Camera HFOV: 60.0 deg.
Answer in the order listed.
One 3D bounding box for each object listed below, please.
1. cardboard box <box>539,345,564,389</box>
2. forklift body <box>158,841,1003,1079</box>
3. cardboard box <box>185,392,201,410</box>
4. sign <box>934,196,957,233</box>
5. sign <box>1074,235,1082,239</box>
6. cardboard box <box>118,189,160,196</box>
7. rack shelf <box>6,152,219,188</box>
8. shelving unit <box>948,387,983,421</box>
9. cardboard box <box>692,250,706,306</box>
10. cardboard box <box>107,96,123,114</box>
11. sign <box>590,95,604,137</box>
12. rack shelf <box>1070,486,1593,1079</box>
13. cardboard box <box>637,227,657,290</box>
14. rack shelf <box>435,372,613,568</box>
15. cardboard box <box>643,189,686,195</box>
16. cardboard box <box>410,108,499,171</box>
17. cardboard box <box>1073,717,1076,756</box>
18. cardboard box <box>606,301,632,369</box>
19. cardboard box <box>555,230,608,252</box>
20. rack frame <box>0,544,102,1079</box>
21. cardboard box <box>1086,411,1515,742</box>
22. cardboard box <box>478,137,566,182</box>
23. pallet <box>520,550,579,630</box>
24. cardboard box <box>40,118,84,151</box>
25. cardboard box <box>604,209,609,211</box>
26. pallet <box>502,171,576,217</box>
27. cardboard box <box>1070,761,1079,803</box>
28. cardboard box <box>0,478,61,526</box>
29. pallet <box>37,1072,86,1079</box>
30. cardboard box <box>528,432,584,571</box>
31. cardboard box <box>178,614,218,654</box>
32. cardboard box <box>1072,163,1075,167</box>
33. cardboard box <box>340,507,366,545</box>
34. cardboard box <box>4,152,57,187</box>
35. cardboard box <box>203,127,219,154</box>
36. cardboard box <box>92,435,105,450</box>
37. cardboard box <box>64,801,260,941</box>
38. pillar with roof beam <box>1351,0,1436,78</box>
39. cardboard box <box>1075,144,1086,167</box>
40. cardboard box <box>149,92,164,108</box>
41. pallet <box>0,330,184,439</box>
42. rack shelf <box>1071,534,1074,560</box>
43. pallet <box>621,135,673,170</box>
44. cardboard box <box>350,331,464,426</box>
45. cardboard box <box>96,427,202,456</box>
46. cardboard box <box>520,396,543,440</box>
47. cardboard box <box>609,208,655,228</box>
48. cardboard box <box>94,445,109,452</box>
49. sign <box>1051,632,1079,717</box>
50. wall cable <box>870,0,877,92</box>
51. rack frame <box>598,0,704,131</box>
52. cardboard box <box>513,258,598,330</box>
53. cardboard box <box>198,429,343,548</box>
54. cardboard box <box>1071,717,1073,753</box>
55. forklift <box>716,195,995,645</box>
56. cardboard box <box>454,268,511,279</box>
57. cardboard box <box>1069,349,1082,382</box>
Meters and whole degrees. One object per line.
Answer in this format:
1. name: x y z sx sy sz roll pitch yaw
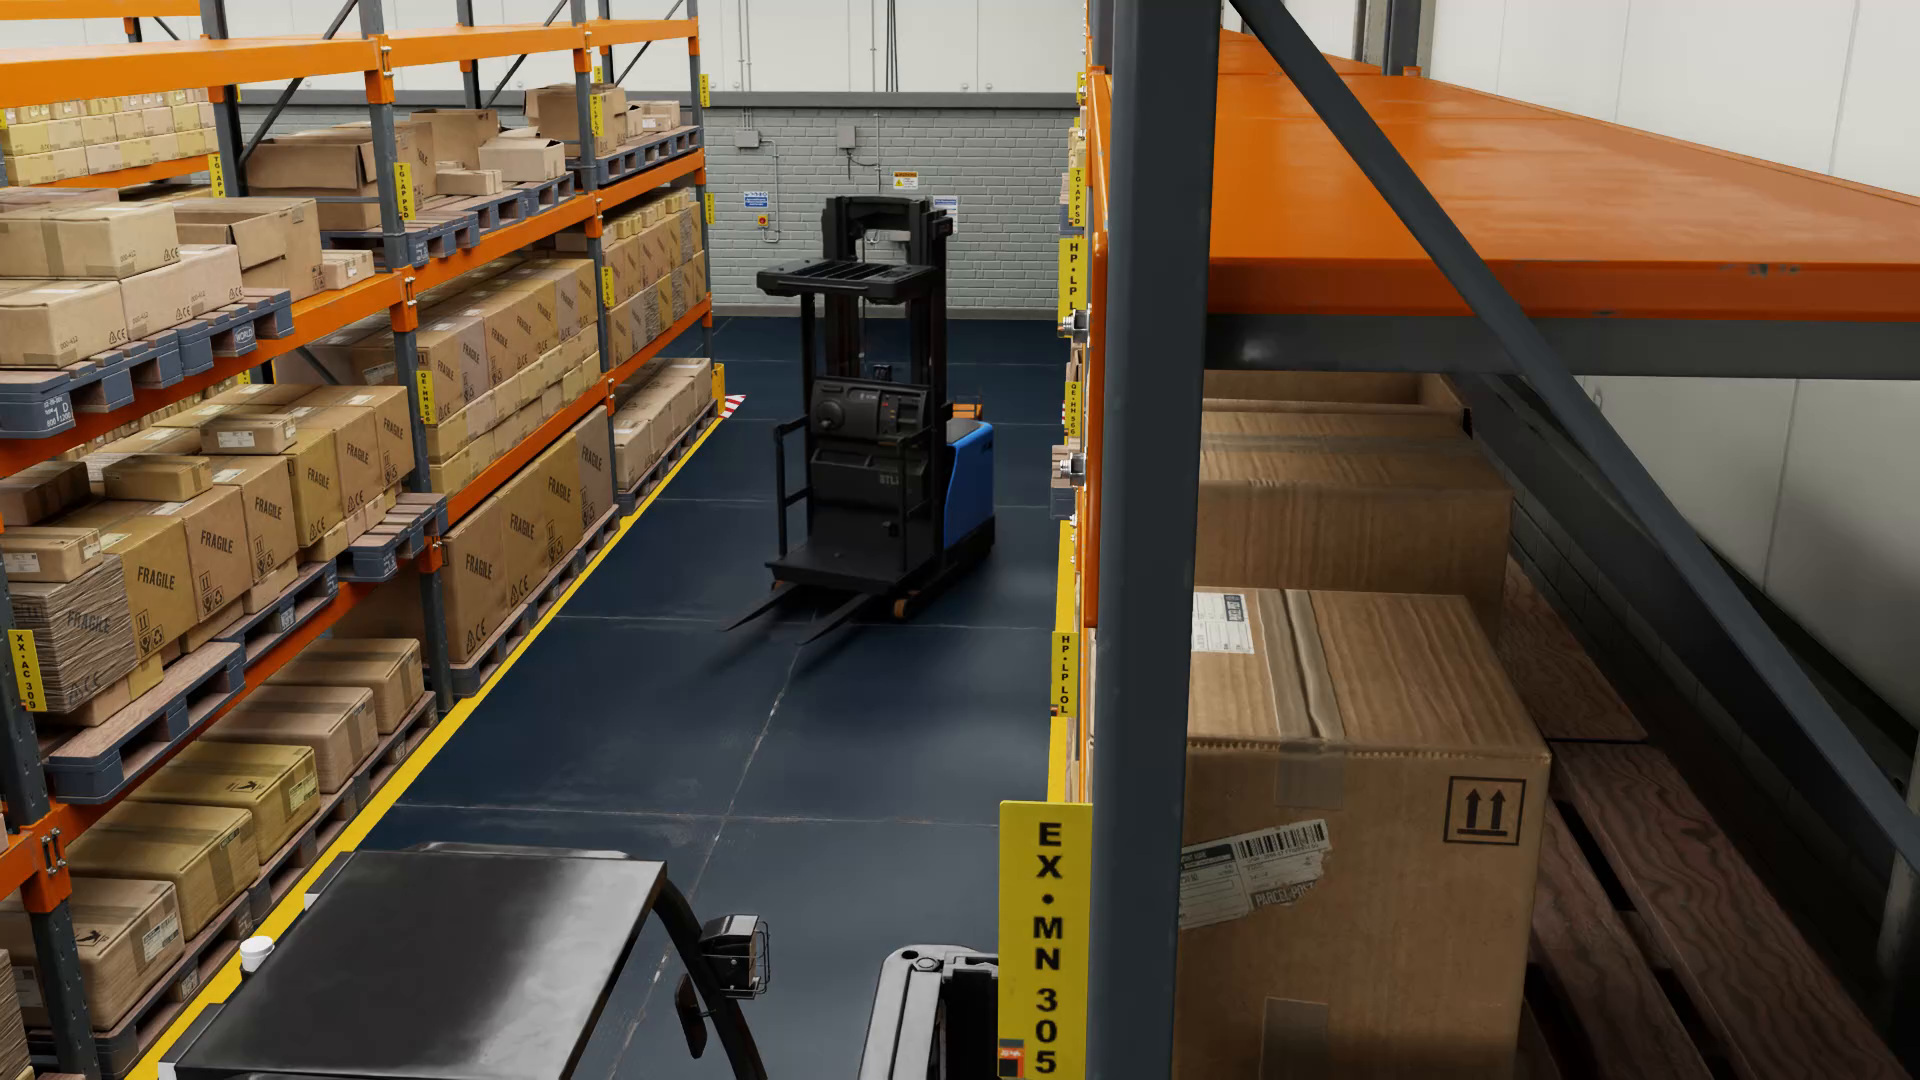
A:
1. cardboard box: -3.309 -1.301 12.514 0.500 0.250 0.500 2 18 5
2. forklift body: -1.054 2.017 4.313 2.313 2.155 1.214 1 18 4
3. cardboard box: -7.931 -1.408 16.829 0.380 0.149 0.250 2 18 5
4. sign: -0.201 -4.503 23.002 0.329 0.494 0.001 1 18 4
5. sign: 1.236 -3.149 17.327 0.100 0.325 0.005 1 18 4
6. cardboard box: -8.445 -3.288 16.897 0.500 0.500 0.500 2 18 6
7. rack shelf: -8.262 -3.377 15.750 1.077 0.370 4.000 1 18 4
8. shelving unit: 0.042 -0.638 13.943 0.258 1.200 0.503 2 18 5
9. cardboard box: -2.945 -2.727 17.269 0.500 0.500 0.500 1 18 4
10. cardboard box: -7.995 -4.027 15.377 0.380 0.149 0.250 1 18 2
11. sign: -2.919 -3.405 13.344 0.100 0.325 0.005 1 18 4
12. rack shelf: 0.774 0.539 3.800 1.077 0.370 4.000 1 18 4
13. cardboard box: -3.095 -2.574 15.195 0.500 0.500 0.500 2 18 5
14. rack shelf: -3.604 -0.630 12.185 1.077 0.370 4.000 1 18 4
15. cardboard box: -2.994 -3.471 16.891 0.380 0.149 0.250 2 18 5
16. cardboard box: -3.813 -2.999 12.605 0.500 0.500 0.500 1 18 3
17. cardboard box: 0.697 0.676 6.479 0.500 0.250 0.500 1 18 3
18. cardboard box: -3.166 -1.781 14.380 0.500 0.500 0.500 2 18 6
19. cardboard box: -3.179 -2.516 13.978 0.380 0.149 0.250 1 18 3
20. rack frame: -4.031 0.891 6.385 0.949 2.616 0.053 1 18 4
21. cardboard box: 0.592 0.064 3.096 0.700 0.500 0.500 1 18 4
22. cardboard box: -3.314 -2.898 12.600 0.500 0.311 0.500 1 18 4
23. pallet: -3.526 0.353 12.507 1.003 0.211 1.213 1 18 4
24. cardboard box: -8.091 -3.563 14.600 0.500 0.250 0.500 1 18 4
25. cardboard box: -3.583 -3.160 15.941 0.380 0.149 0.250 1 18 4
26. pallet: -3.477 -2.642 12.659 0.805 0.209 1.217 1 18 2
27. cardboard box: 0.625 1.085 5.633 0.500 0.500 0.500 1 18 2
28. cardboard box: -4.190 -0.168 7.264 0.380 0.149 0.250 1 18 2
29. pallet: -4.047 2.426 6.181 1.003 0.211 1.213 1 18 4
30. cardboard box: -3.482 -0.308 12.784 0.875 0.875 0.875 2 18 6
31. cardboard box: -3.649 0.400 7.613 0.380 0.149 0.250 2 18 5
32. cardboard box: 0.974 -2.557 11.660 0.380 0.149 0.250 2 18 5
33. cardboard box: -3.483 -0.082 9.085 0.380 0.149 0.250 0 18 1
34. cardboard box: -8.109 -3.164 14.187 0.500 0.250 0.500 2 18 7
35. cardboard box: -7.887 -4.122 17.108 0.500 0.250 0.500 1 18 3
36. cardboard box: -8.150 -0.921 15.343 0.380 0.149 0.250 1 18 4
37. cardboard box: -3.951 1.554 7.908 0.950 0.372 0.625 2 18 7
38. pillar with roof beam: -2.285 -2.763 7.904 9.100 9.000 0.400 1 18 4
39. cardboard box: 0.980 -2.616 11.362 0.380 0.149 0.250 1 18 4
40. cardboard box: -7.972 -4.270 16.118 0.380 0.149 0.250 1 18 3
41. pallet: -3.884 -0.634 6.526 1.213 0.211 1.003 1 18 4
42. rack shelf: 1.347 -0.521 11.850 1.077 0.370 4.000 1 18 4
43. pallet: -3.302 -3.608 15.443 1.003 0.211 1.213 1 18 4
44. cardboard box: -3.468 -1.021 10.457 0.500 0.500 0.500 1 18 2
45. cardboard box: -4.072 -0.278 8.641 0.500 0.500 0.500 2 18 5
46. cardboard box: -3.367 -0.902 12.100 0.500 0.250 0.500 1 18 4
47. cardboard box: -3.051 -2.989 15.420 0.380 0.149 0.250 1 18 4
48. cardboard box: -8.074 -0.784 15.403 0.380 0.149 0.250 1 18 4
49. sign: 0.375 0.479 5.911 0.100 0.325 0.005 1 18 4
50. wall cable: -2.297 -7.442 22.183 2.355 3.000 0.029 1 18 4
51. rack frame: -3.174 -5.687 16.826 1.000 3.000 0.127 1 18 4
52. cardboard box: -3.242 -1.972 13.357 0.500 0.500 0.500 2 18 6
53. cardboard box: -3.564 -0.274 8.631 0.500 0.500 0.500 0 18 0
54. cardboard box: 0.723 0.754 7.047 0.500 0.250 0.500 1 18 4
55. forklift: -0.763 -0.958 12.139 1.130 2.935 3.031 8 20 22
56. cardboard box: -3.788 -1.827 12.916 0.500 0.500 0.500 1 18 4
57. cardboard box: 1.136 -1.001 11.321 0.797 0.503 0.637 1 18 3
